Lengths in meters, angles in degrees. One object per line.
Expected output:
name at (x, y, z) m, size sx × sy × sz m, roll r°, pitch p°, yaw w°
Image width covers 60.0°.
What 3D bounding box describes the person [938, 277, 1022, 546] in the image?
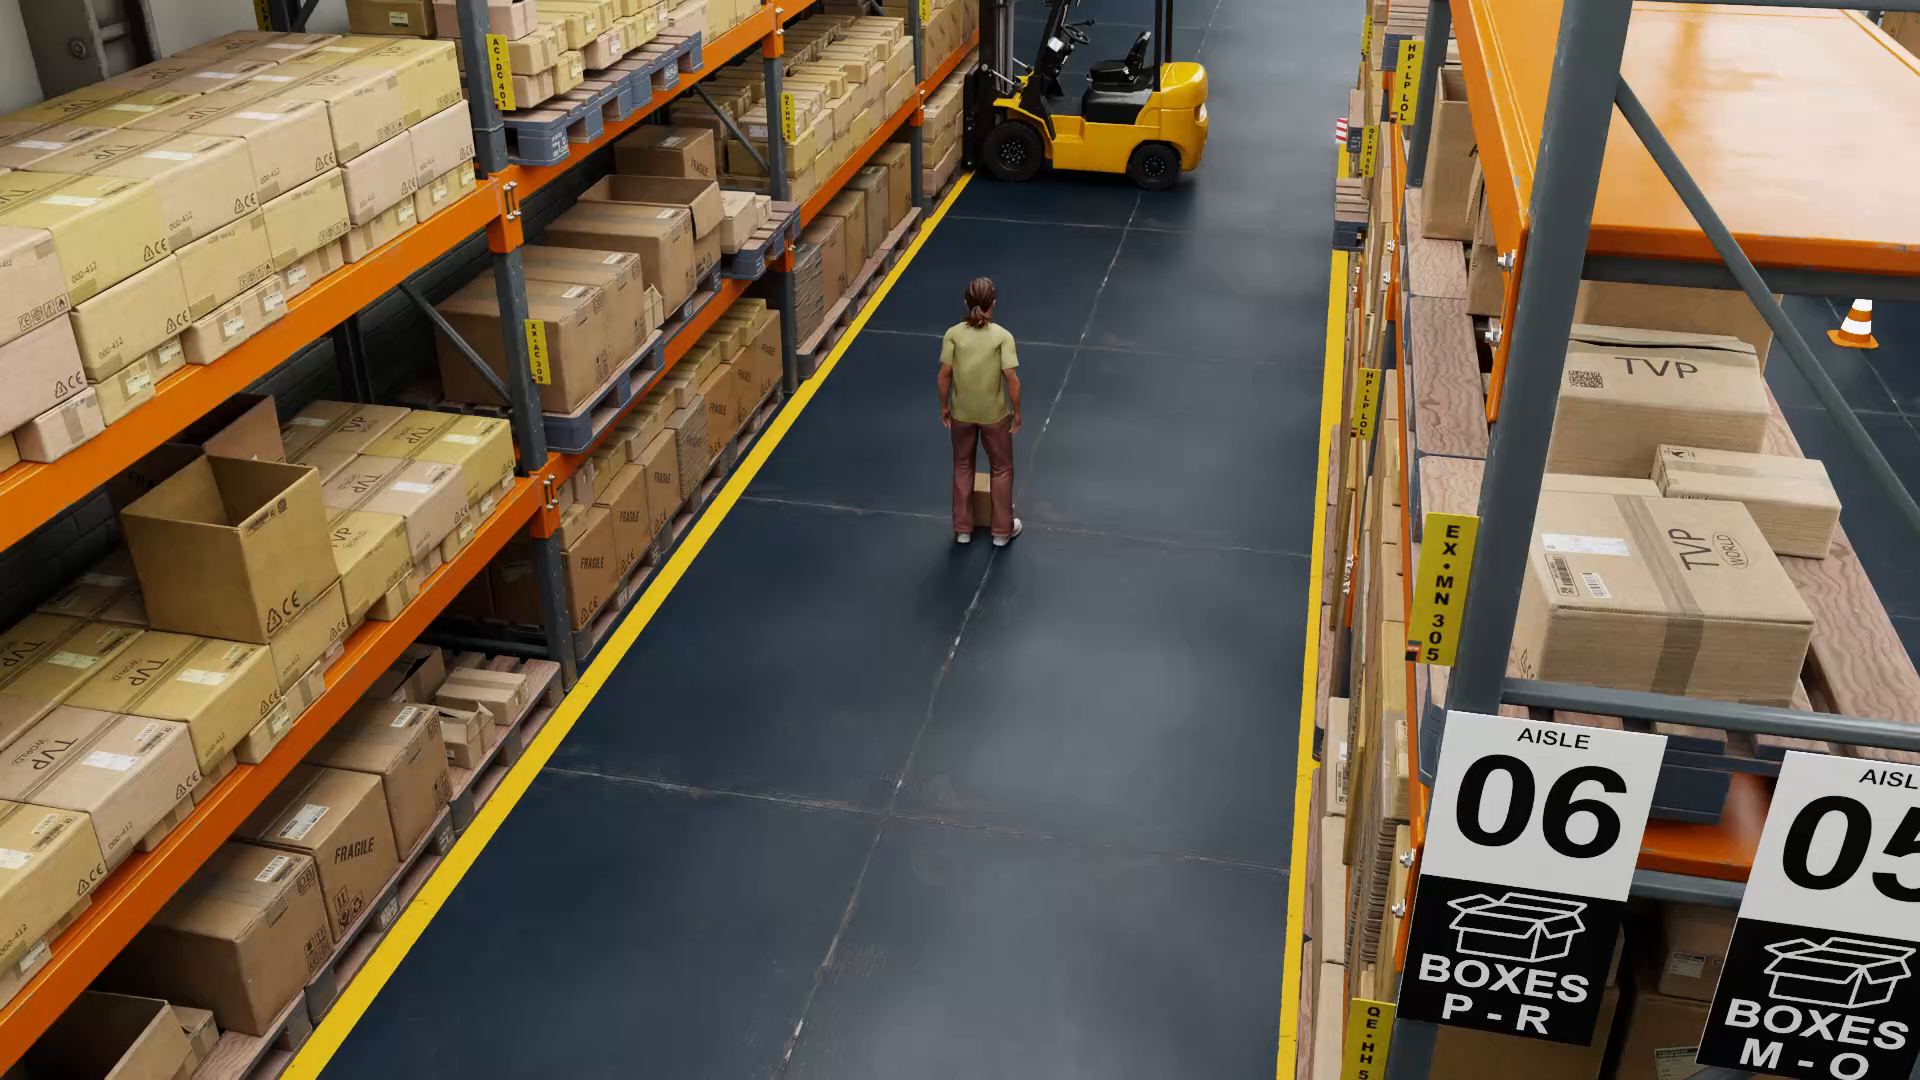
person at (0.124, -0.758, 9.987) m, size 0.497 × 1.672 × 0.360 m, roll 6°, pitch 29°, yaw 11°
